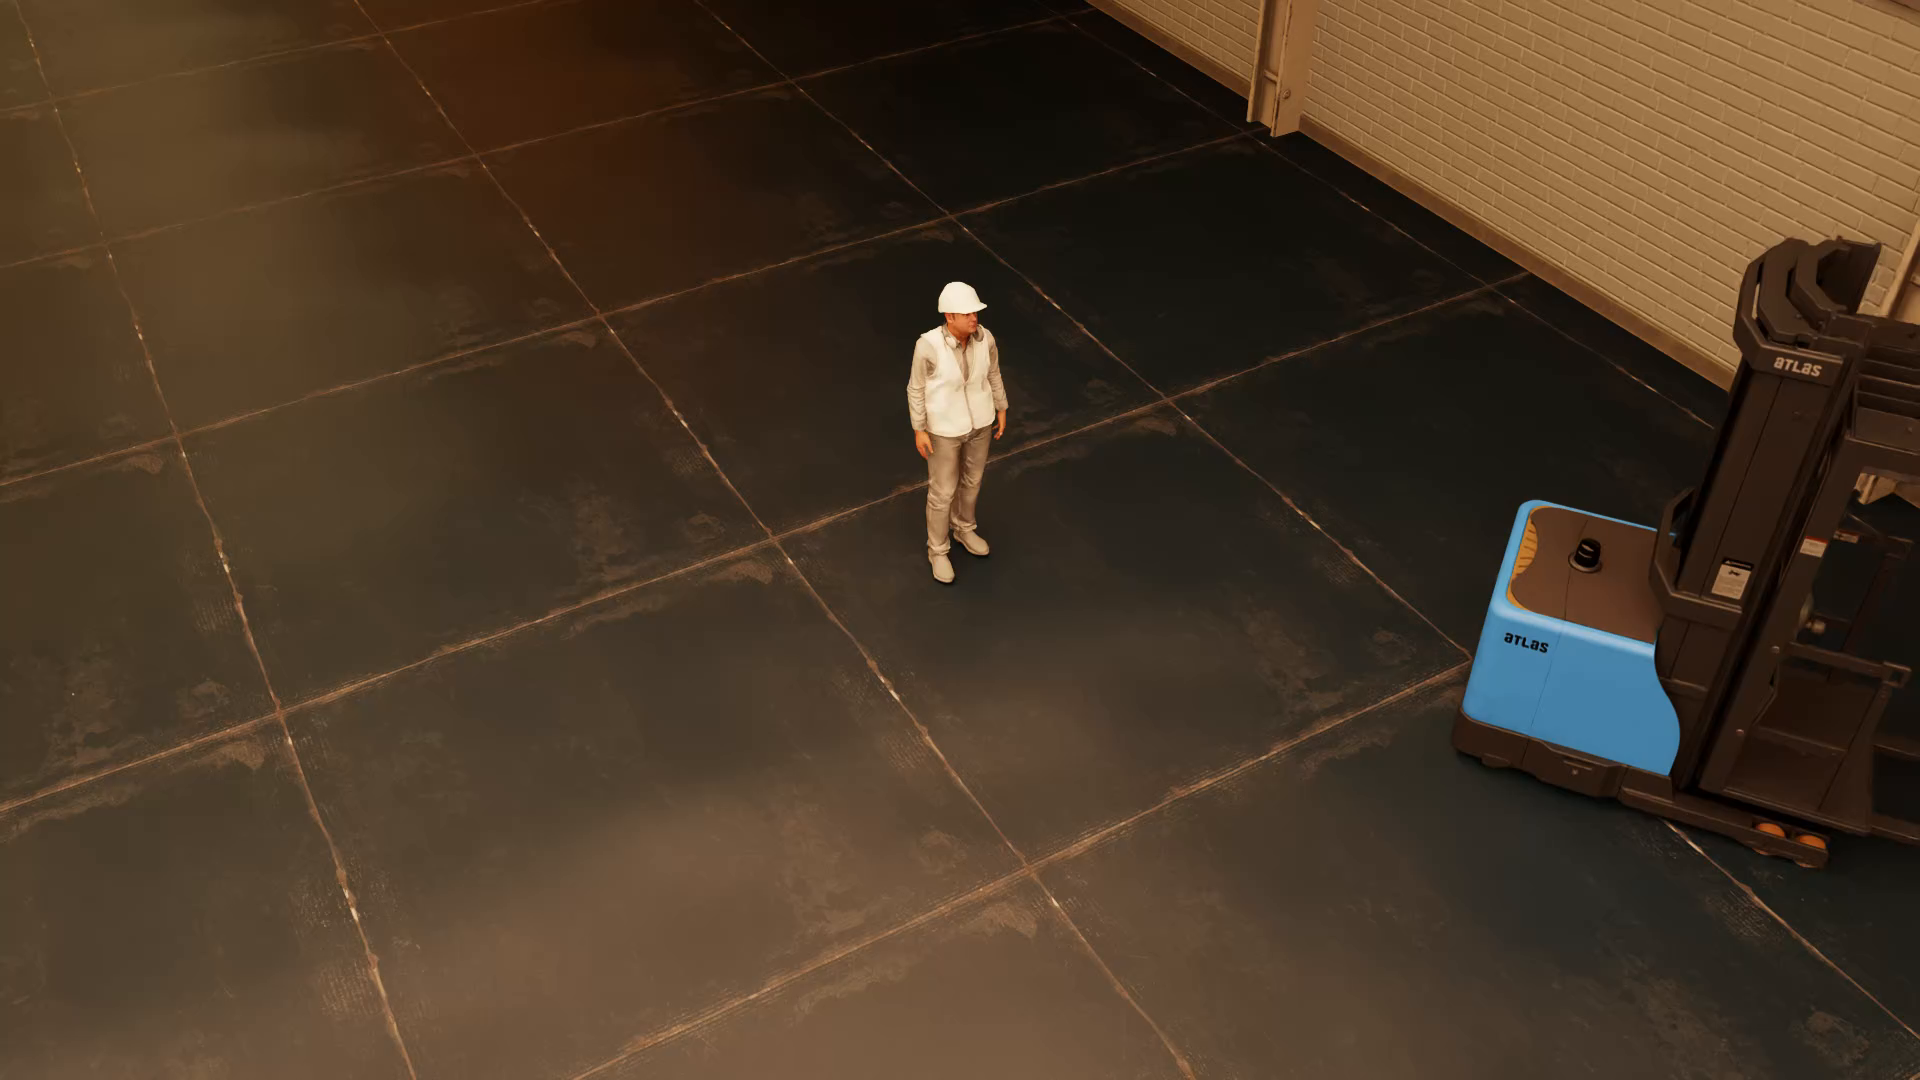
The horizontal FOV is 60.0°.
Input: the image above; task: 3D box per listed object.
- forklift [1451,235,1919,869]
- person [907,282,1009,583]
[{"bbox_3d":[4.200,0.128,7.882,3.031,2.935,1.130,16,42,18],"label":"forklift"},{"bbox_3d":[0.025,-0.652,9.716,0.634,1.775,0.566,-20,44,-23],"label":"person"}]
